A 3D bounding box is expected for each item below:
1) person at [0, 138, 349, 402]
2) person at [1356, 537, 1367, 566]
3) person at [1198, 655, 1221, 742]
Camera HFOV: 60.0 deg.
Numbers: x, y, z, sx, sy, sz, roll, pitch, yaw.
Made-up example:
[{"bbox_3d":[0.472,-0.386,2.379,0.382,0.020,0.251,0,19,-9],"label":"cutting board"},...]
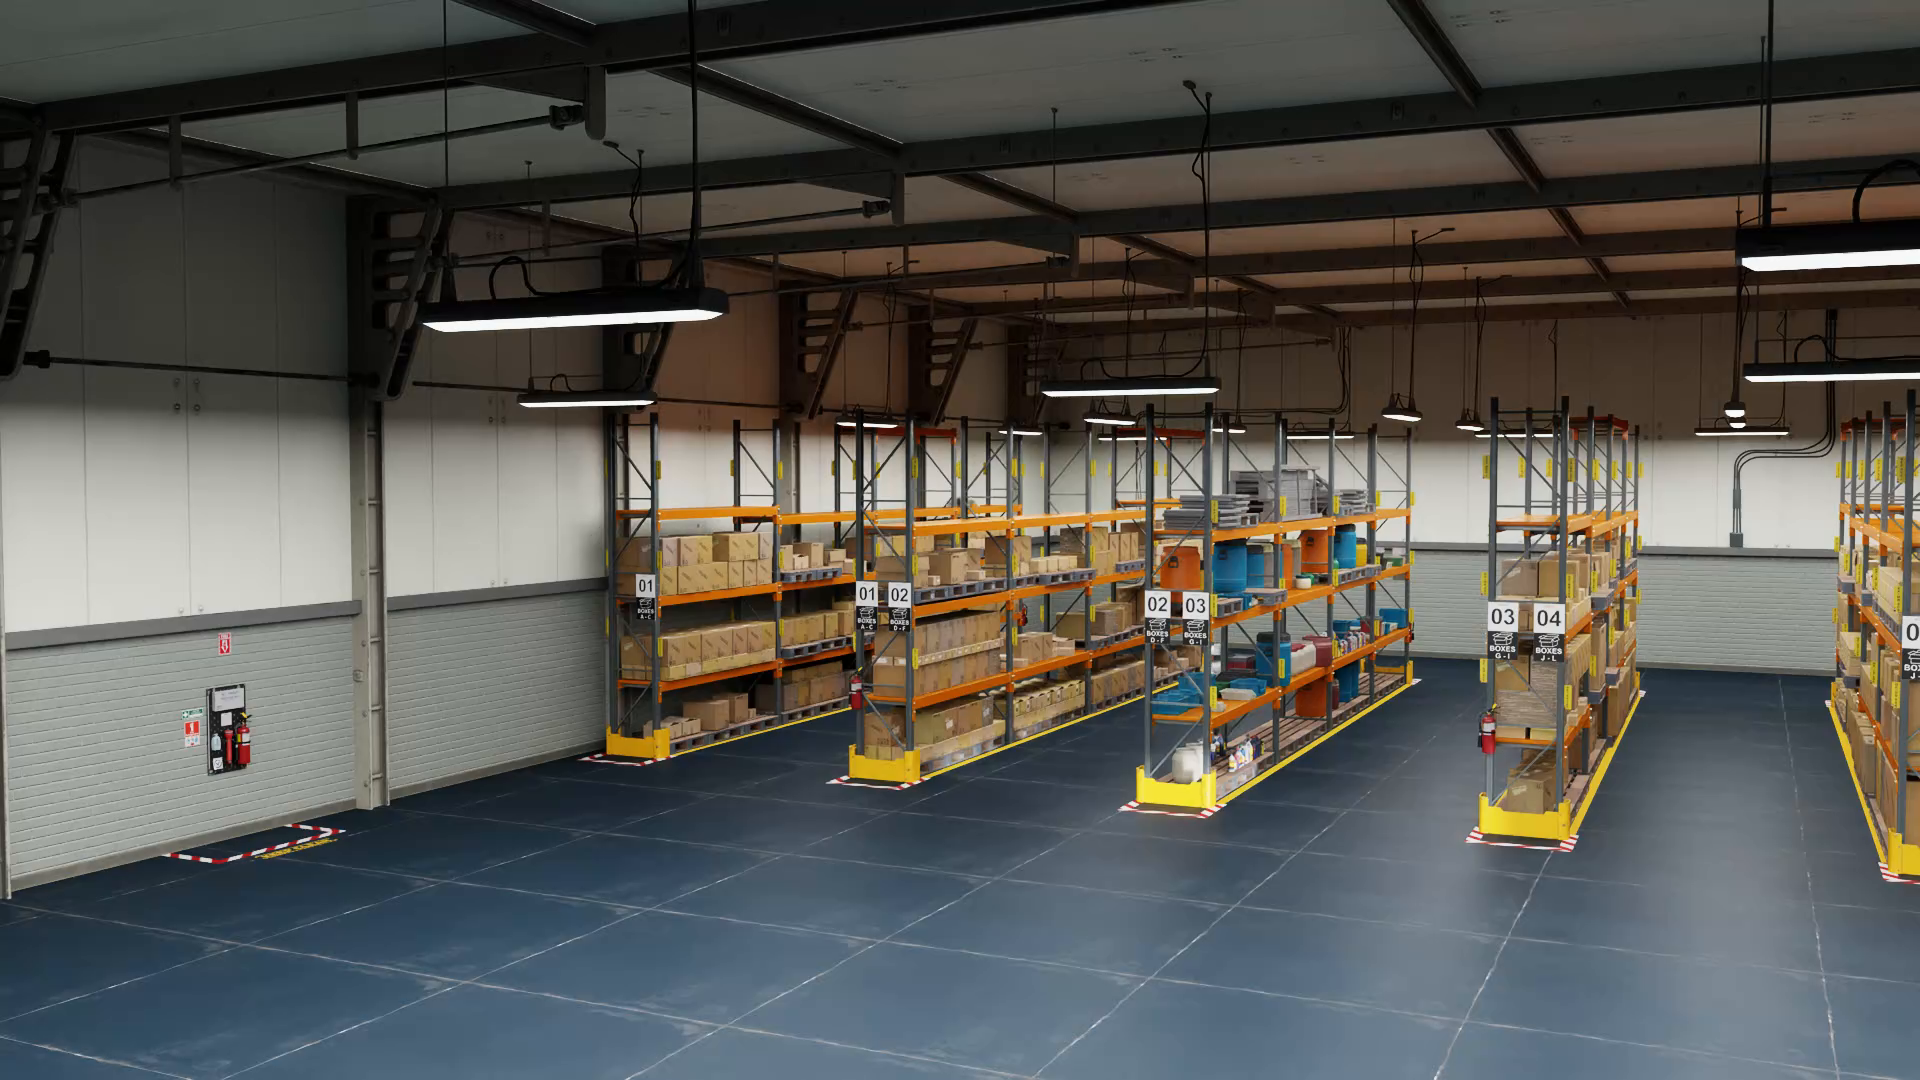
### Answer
[{"bbox_3d":[3.272,-0.552,25.119,31.377,8.999,4.680,-1,2,-13],"label":"person"},{"bbox_3d":[14.390,1.643,28.473,16.741,2.863,7.969,1,3,21],"label":"person"},{"bbox_3d":[4.597,2.870,30.621,0.411,1.758,0.624,1,3,17],"label":"person"}]
